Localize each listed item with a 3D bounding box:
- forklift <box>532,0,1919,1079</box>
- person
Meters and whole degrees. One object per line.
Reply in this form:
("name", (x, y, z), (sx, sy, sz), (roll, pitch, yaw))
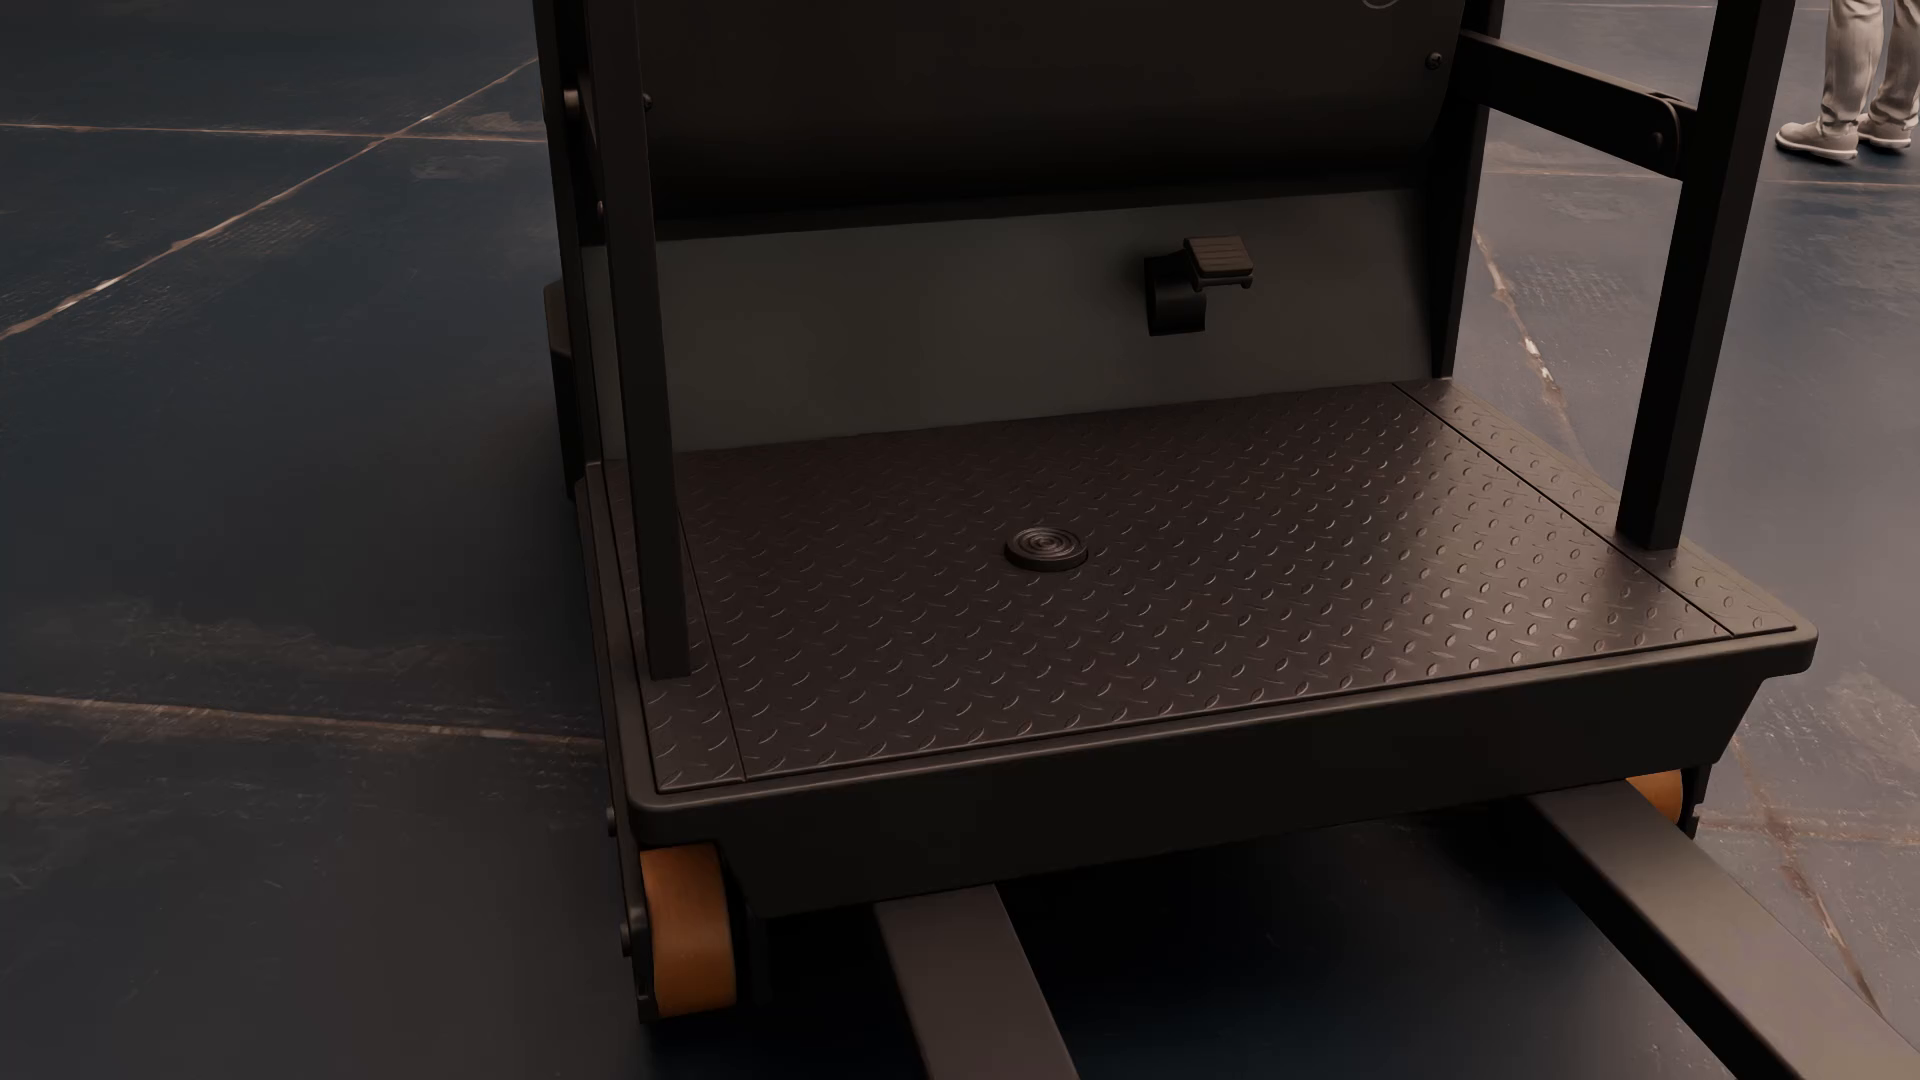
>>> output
("forklift", (0.153, -1.049, 1.319), (1.130, 2.935, 3.031), (-7, 27, -13))
("person", (2.419, -1.841, 4.277), (0.588, 1.694, 0.529), (-1, 27, -2))
